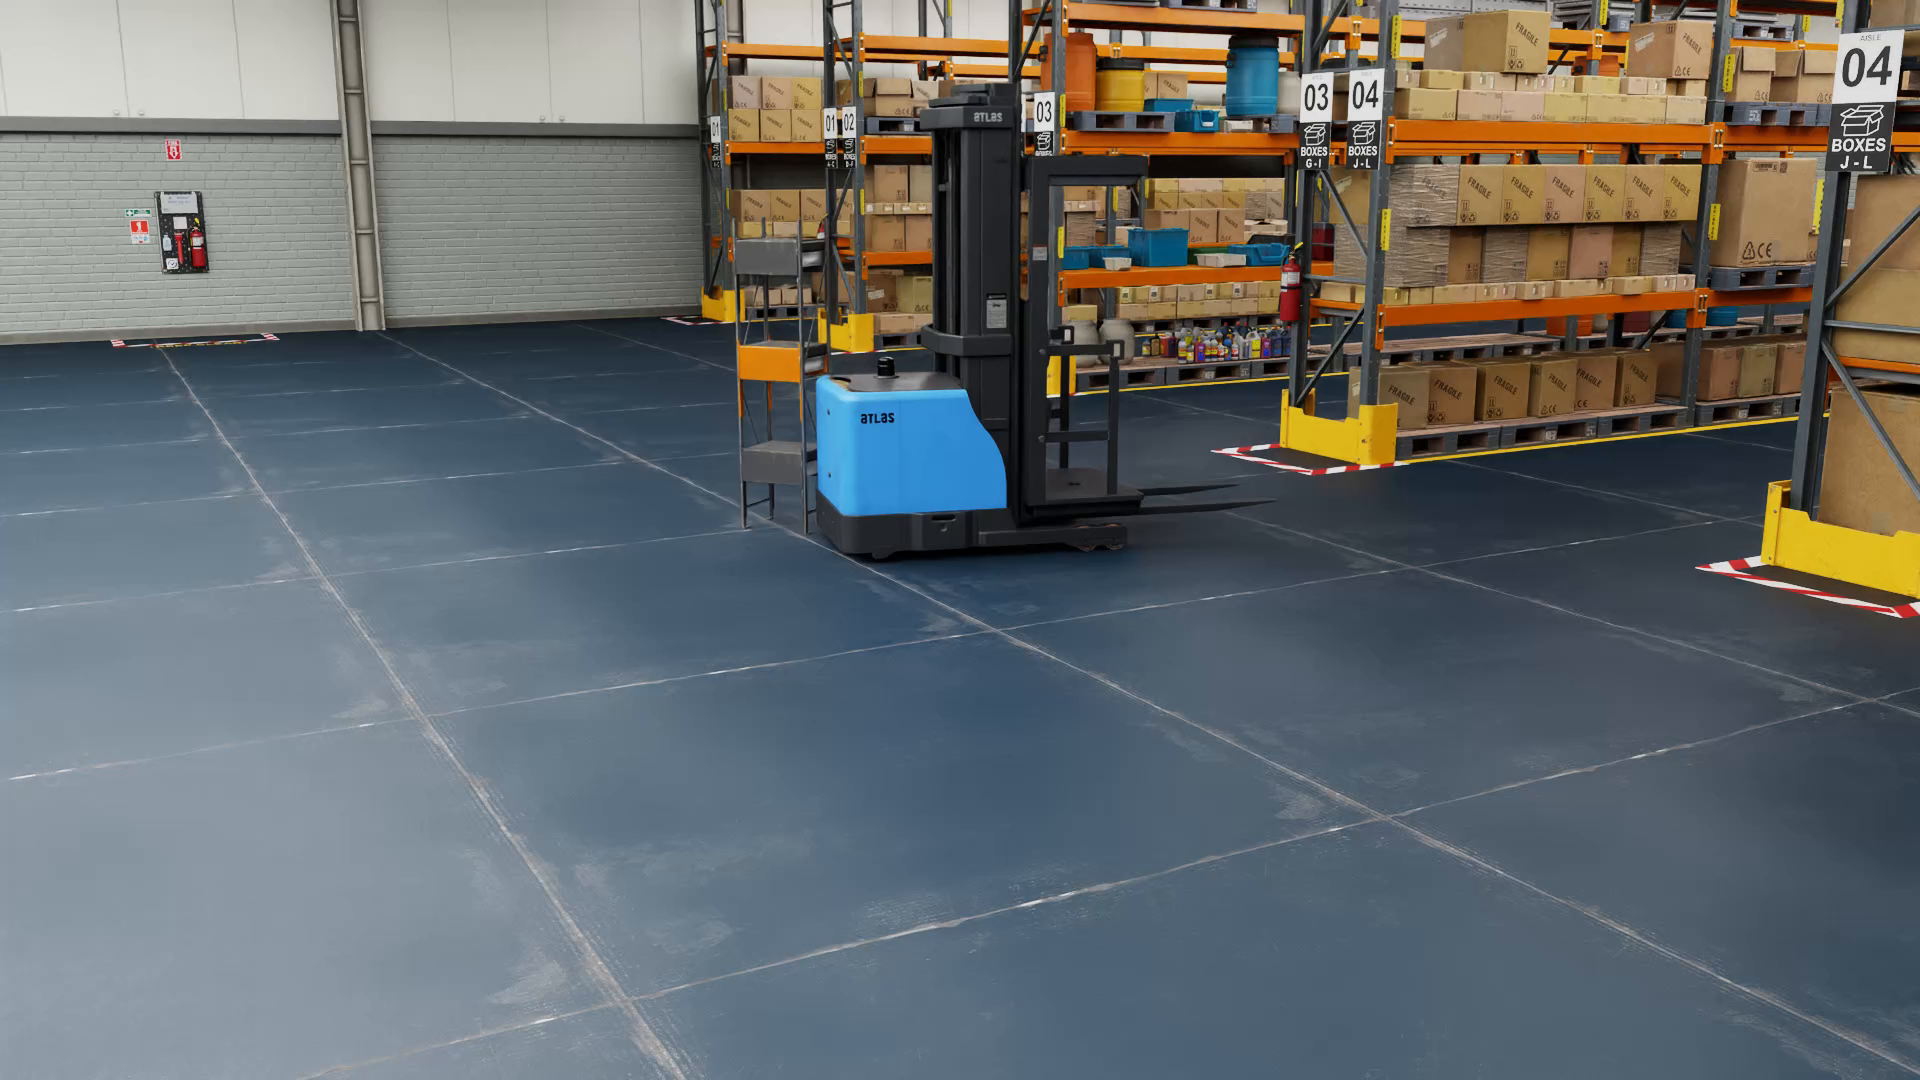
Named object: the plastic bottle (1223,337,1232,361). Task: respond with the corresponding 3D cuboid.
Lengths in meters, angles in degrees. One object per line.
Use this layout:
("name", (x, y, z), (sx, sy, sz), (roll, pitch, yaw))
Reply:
("plastic bottle", (3.126, -2.239, 19.438), (0.097, 0.271, 0.097), (0, 13, 0))

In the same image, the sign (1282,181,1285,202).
("sign", (5.203, -5.583, 26.629), (0.005, 0.325, 0.100), (-7, 14, -28))

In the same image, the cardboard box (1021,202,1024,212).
("cardboard box", (0.709, -4.695, 23.432), (0.250, 0.149, 0.380), (-6, 14, -26))

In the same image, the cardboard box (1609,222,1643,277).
("cardboard box", (5.823, -2.736, 15.528), (0.500, 0.500, 0.875), (-7, 14, -28))

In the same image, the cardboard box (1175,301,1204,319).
("cardboard box", (3.335, -3.499, 25.132), (0.500, 0.250, 0.500), (-7, 15, -30))

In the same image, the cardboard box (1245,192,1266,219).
("cardboard box", (5.433, -6.328, 31.445), (0.500, 0.500, 0.500), (-7, 14, -28))

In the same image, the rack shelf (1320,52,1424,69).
("rack shelf", (7.226, -7.544, 26.686), (4.000, 0.370, 1.077), (-7, 14, -28))

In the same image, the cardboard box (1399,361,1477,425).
("cardboard box", (4.257, -1.320, 14.878), (0.500, 0.500, 0.500), (-3, 13, -13))

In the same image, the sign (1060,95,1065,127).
("sign", (1.079, -4.518, 17.501), (0.005, 0.325, 0.100), (-7, 14, -28))

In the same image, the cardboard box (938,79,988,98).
("cardboard box", (0.038, -6.019, 22.688), (0.500, 0.500, 0.500), (-7, 14, -28))

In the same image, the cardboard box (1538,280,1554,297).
("cardboard box", (5.076, -2.255, 14.868), (0.250, 0.149, 0.380), (-7, 14, -28))

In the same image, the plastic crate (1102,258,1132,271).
("plastic crate", (1.759, -3.060, 18.476), (0.250, 0.136, 0.298), (-7, 14, -28))

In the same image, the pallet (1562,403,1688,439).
("pallet", (6.131, -1.185, 15.895), (1.213, 0.211, 1.003), (-7, 14, -28))

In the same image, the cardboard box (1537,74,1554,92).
("cardboard box", (4.900, -3.937, 14.372), (0.250, 0.149, 0.380), (-7, 14, -28))

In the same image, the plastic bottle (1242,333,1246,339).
("plastic bottle", (3.379, -2.307, 19.711), (0.133, 0.283, 0.061), (-7, 14, -28))

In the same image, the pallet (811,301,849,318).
("pallet", (-2.061, -3.920, 28.045), (1.213, 0.211, 1.003), (-7, 14, -28))

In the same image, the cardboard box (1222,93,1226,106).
("cardboard box", (5.293, -8.293, 31.356), (0.500, 0.250, 0.500), (-7, 15, -30))

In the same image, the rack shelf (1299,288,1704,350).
("rack shelf", (4.948, -2.062, 15.077), (4.000, 0.370, 1.077), (-7, 14, -28))

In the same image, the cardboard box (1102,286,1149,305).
("cardboard box", (2.442, -3.665, 24.591), (0.500, 0.311, 0.500), (-7, 14, -28))

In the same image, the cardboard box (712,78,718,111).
("cardboard box", (-3.675, -7.171, 26.761), (0.500, 0.500, 0.500), (-6, 14, -25))

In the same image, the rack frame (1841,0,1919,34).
("rack frame", (5.480, -4.163, 9.110), (0.127, 3.000, 1.000), (-7, 14, -28))

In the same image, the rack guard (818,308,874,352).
("rack guard", (-1.572, -2.890, 22.811), (0.348, 0.500, 1.175), (-7, 14, -28))

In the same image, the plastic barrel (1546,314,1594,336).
("plastic barrel", (8.262, -3.199, 22.479), (0.708, 0.830, 0.600), (-7, 14, -28))

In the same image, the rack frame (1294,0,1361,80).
("rack frame", (4.330, -6.504, 19.515), (0.127, 3.000, 1.000), (-7, 14, -28))

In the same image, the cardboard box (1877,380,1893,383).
("cardboard box", (9.636, -1.965, 17.698), (0.500, 0.500, 0.700), (-8, 15, -31))

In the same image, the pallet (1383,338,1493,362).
("pallet", (6.073, -2.436, 21.455), (1.213, 0.211, 1.003), (-7, 14, -28))

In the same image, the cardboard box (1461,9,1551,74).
("cardboard box", (4.625, -4.208, 14.098), (0.500, 0.500, 0.500), (-7, 14, -28))

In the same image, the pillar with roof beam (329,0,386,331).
("pillar with roof beam", (-6.931, -6.772, 20.706), (0.400, 9.000, 9.100), (-7, 14, -28))

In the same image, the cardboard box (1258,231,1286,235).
("cardboard box", (4.814, -4.683, 25.658), (0.250, 0.149, 0.380), (-7, 14, -28))

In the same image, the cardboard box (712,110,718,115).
("cardboard box", (-3.683, -6.681, 26.857), (0.500, 0.500, 0.500), (-6, 14, -24))

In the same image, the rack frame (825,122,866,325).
("rack frame", (-1.551, -4.112, 22.548), (0.127, 3.000, 1.000), (-7, 14, -28))

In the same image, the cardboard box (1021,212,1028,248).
("cardboard box", (0.672, -4.425, 23.710), (0.500, 0.500, 0.700), (-7, 14, -27))

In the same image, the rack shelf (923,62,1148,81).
("rack shelf", (1.339, -8.078, 29.057), (4.000, 0.370, 1.077), (-7, 14, -28))

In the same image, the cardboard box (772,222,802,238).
("cardboard box", (-2.898, -5.050, 27.013), (0.500, 0.250, 0.500), (-7, 15, -30))

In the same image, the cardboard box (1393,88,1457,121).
("cardboard box", (3.739, -3.593, 13.754), (0.500, 0.250, 0.500), (-6, 14, -26))

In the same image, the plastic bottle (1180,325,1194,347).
("plastic bottle", (2.721, -2.411, 20.021), (0.185, 0.351, 0.144), (-6, 14, -26))

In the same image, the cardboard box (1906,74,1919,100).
("cardboard box", (9.471, -4.645, 16.721), (0.500, 0.500, 0.500), (-7, 14, -28))

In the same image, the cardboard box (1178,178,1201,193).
("cardboard box", (4.088, -6.532, 30.643), (0.500, 0.250, 0.500), (-7, 14, -29))

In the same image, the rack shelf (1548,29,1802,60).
("rack shelf", (9.597, -6.589, 22.443), (4.000, 0.370, 1.077), (-7, 14, -28))

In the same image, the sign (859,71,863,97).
("sign", (-1.290, -5.933, 21.635), (0.005, 0.325, 0.100), (-7, 14, -28))

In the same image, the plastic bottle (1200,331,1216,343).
("plastic bottle", (2.977, -2.368, 20.001), (0.135, 0.276, 0.152), (-7, 14, -28))

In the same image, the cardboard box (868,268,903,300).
("cardboard box", (-1.309, -4.365, 28.364), (0.500, 0.500, 0.500), (-8, 15, -32))

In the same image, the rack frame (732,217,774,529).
("rack frame", (-1.412, -1.139, 11.389), (0.015, 2.100, 0.400), (5, 14, 24))

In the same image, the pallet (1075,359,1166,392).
("pallet", (1.579, -1.898, 19.061), (1.213, 0.211, 1.003), (-7, 14, -28))

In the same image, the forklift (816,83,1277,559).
("forklift", (0.602, -1.465, 10.944), (3.031, 2.935, 1.130), (-3, 13, -15))

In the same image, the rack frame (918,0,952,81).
("rack frame", (-0.417, -8.414, 27.999), (0.127, 3.000, 1.000), (-7, 14, -28))

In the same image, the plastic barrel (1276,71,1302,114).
("plastic barrel", (3.858, -5.293, 19.753), (0.421, 0.512, 0.421), (0, 13, 0))

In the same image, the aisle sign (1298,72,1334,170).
("aisle sign", (2.994, -3.522, 14.005), (0.004, 0.787, 0.394), (-7, 14, -28))

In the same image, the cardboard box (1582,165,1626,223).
("cardboard box", (5.563, -3.099, 14.865), (0.500, 0.500, 0.500), (-7, 14, -28))

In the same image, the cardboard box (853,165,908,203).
("cardboard box", (-1.089, -4.846, 22.626), (0.500, 0.500, 0.700), (-7, 14, -28))

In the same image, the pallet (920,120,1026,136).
("pallet", (0.154, -5.731, 23.110), (1.213, 0.211, 1.003), (-7, 14, -28))

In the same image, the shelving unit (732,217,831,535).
("shelving unit", (-1.190, -1.118, 11.291), (0.503, 2.100, 0.431), (5, 14, 24))
